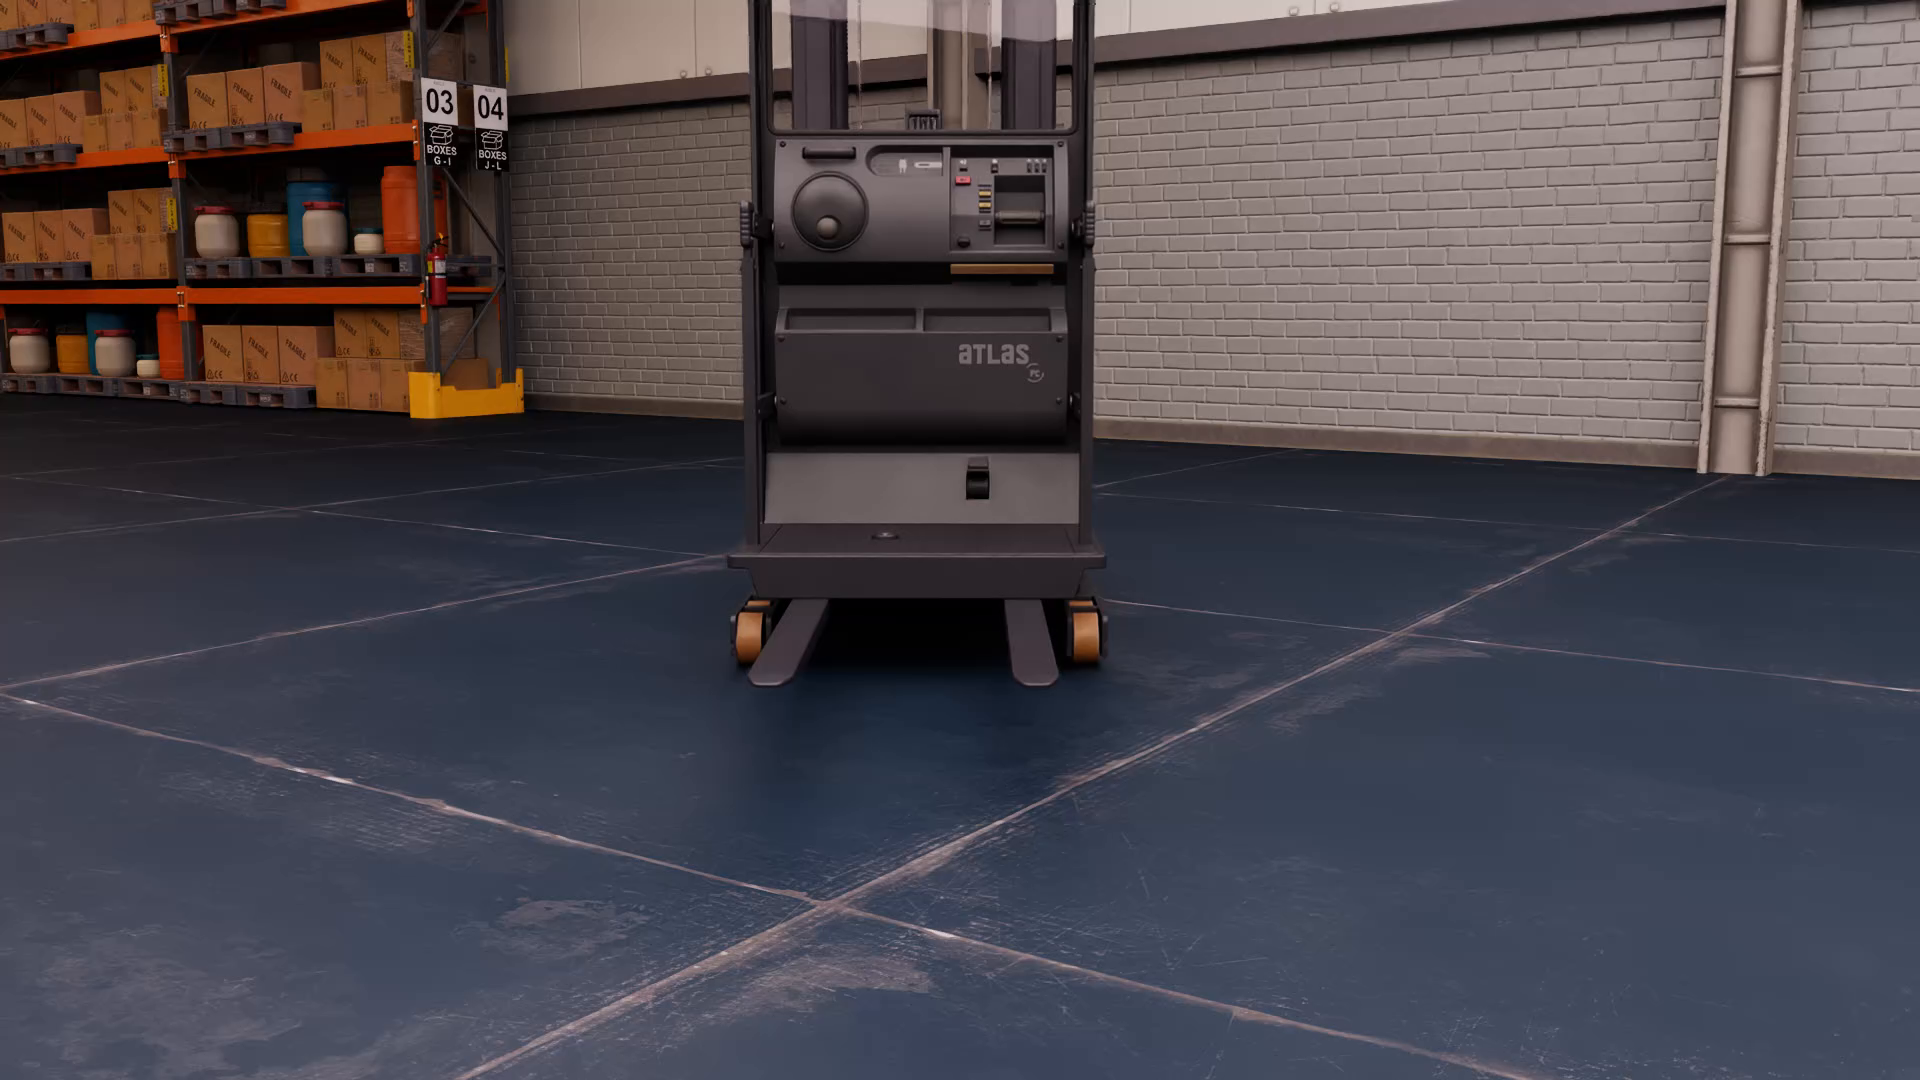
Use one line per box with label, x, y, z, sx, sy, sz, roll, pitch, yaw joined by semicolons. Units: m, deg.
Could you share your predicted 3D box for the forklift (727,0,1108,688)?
forklift;-0.121;-1.118;5.058;1.130;2.935;3.031;0;8;0
